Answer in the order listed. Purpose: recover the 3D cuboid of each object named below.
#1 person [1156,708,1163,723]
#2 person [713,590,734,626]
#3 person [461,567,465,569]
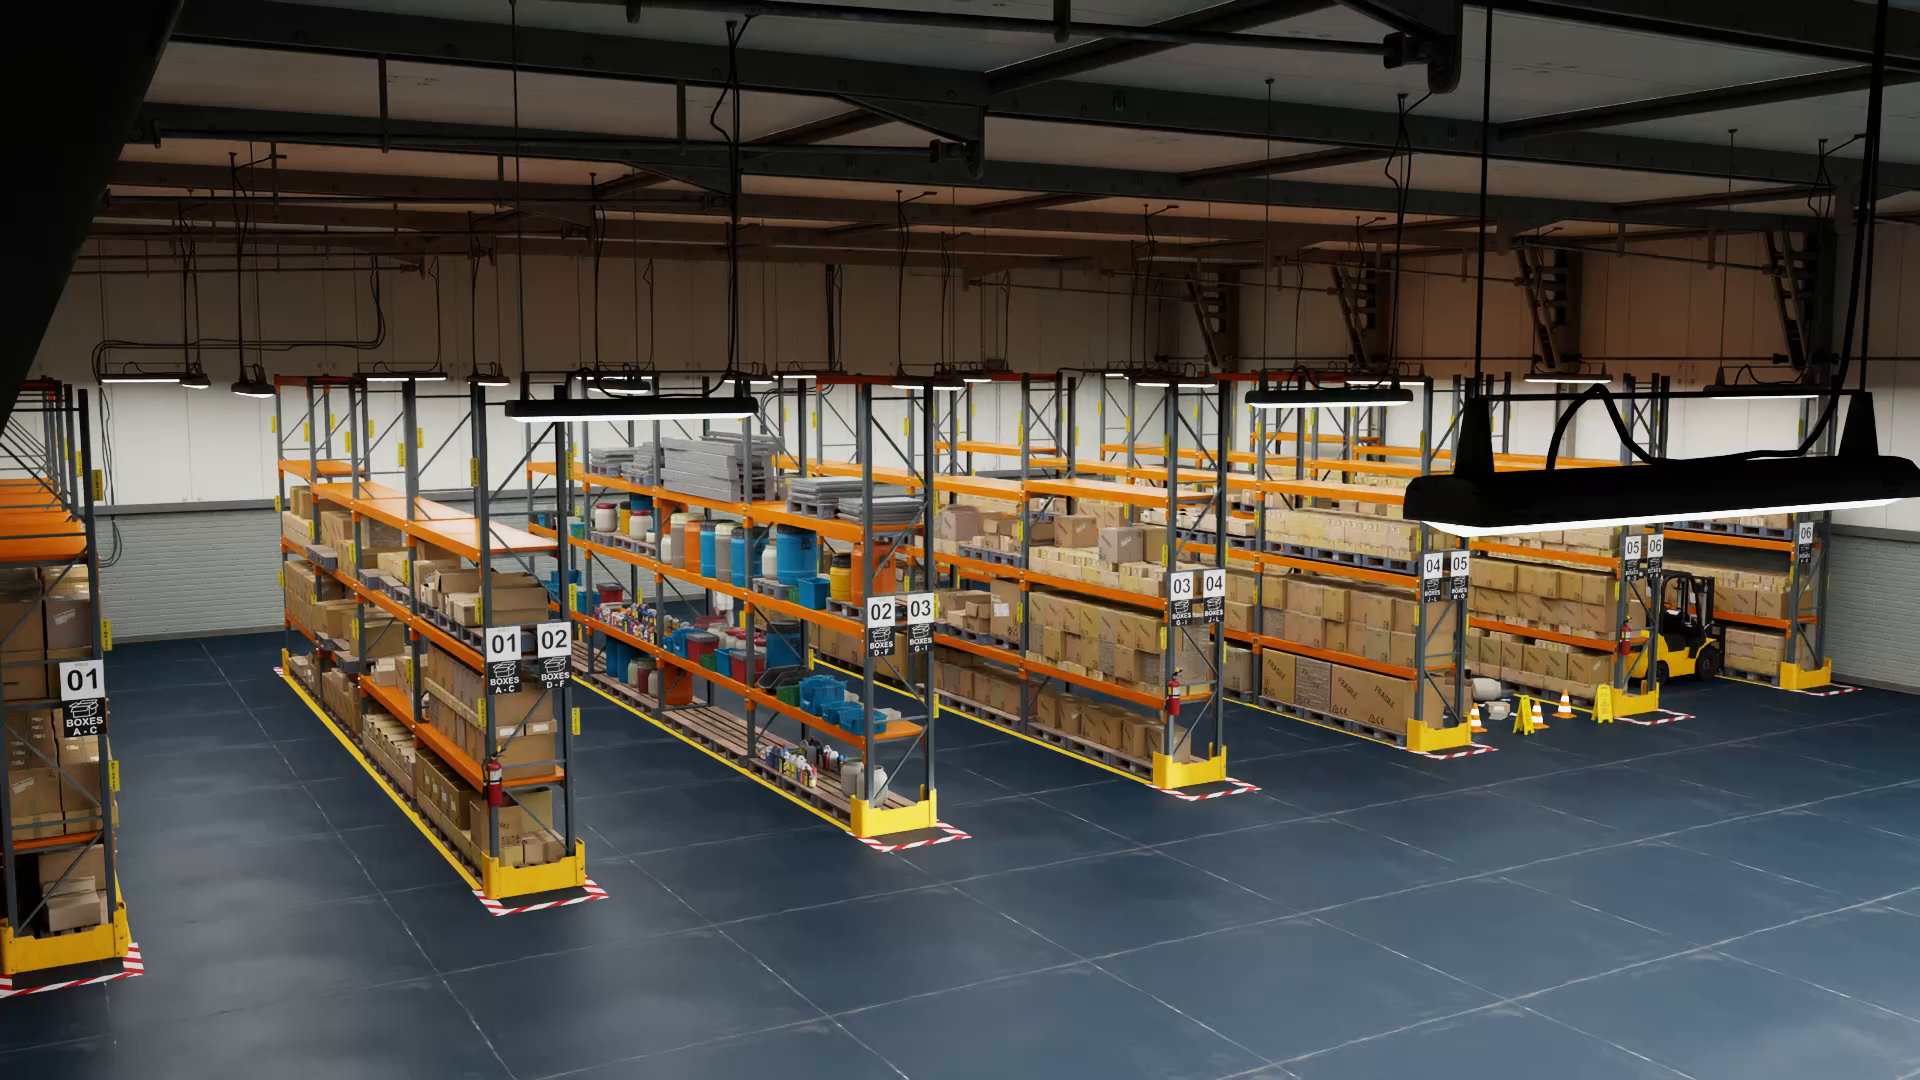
[{"bbox_3d":[3.422,2.469,27.872,0.507,1.644,0.858,-2,7,-17],"label":"person"},{"bbox_3d":[-5.153,1.484,36.337,0.570,1.712,1.069,-3,7,-26],"label":"person"},{"bbox_3d":[-11.474,1.376,38.057,0.792,1.562,0.407,-1,6,-12],"label":"person"}]
